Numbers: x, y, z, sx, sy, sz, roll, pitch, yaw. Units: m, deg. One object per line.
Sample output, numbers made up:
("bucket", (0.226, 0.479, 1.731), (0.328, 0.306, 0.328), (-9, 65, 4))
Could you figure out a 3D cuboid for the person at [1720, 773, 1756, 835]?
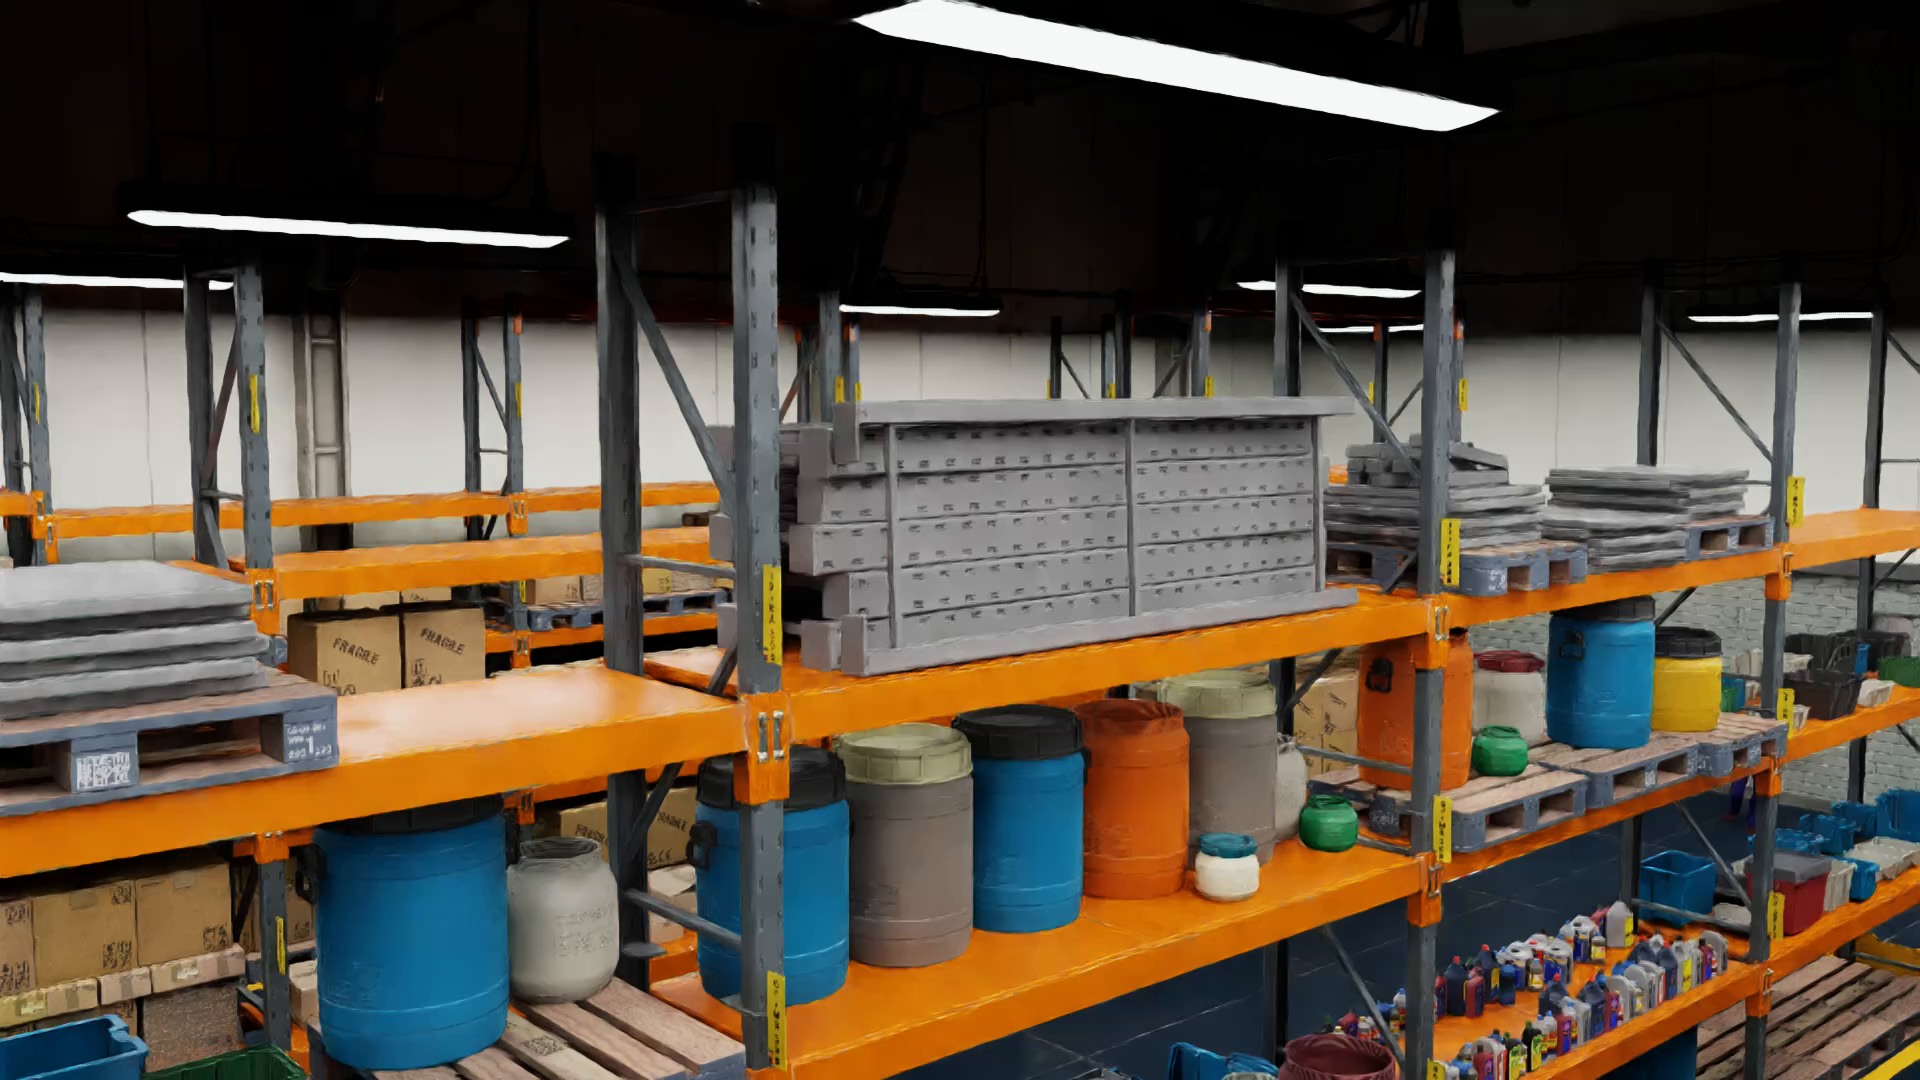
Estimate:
("person", (9.104, 2.546, 19.148), (0.550, 1.638, 0.537), (1, 6, 12))
